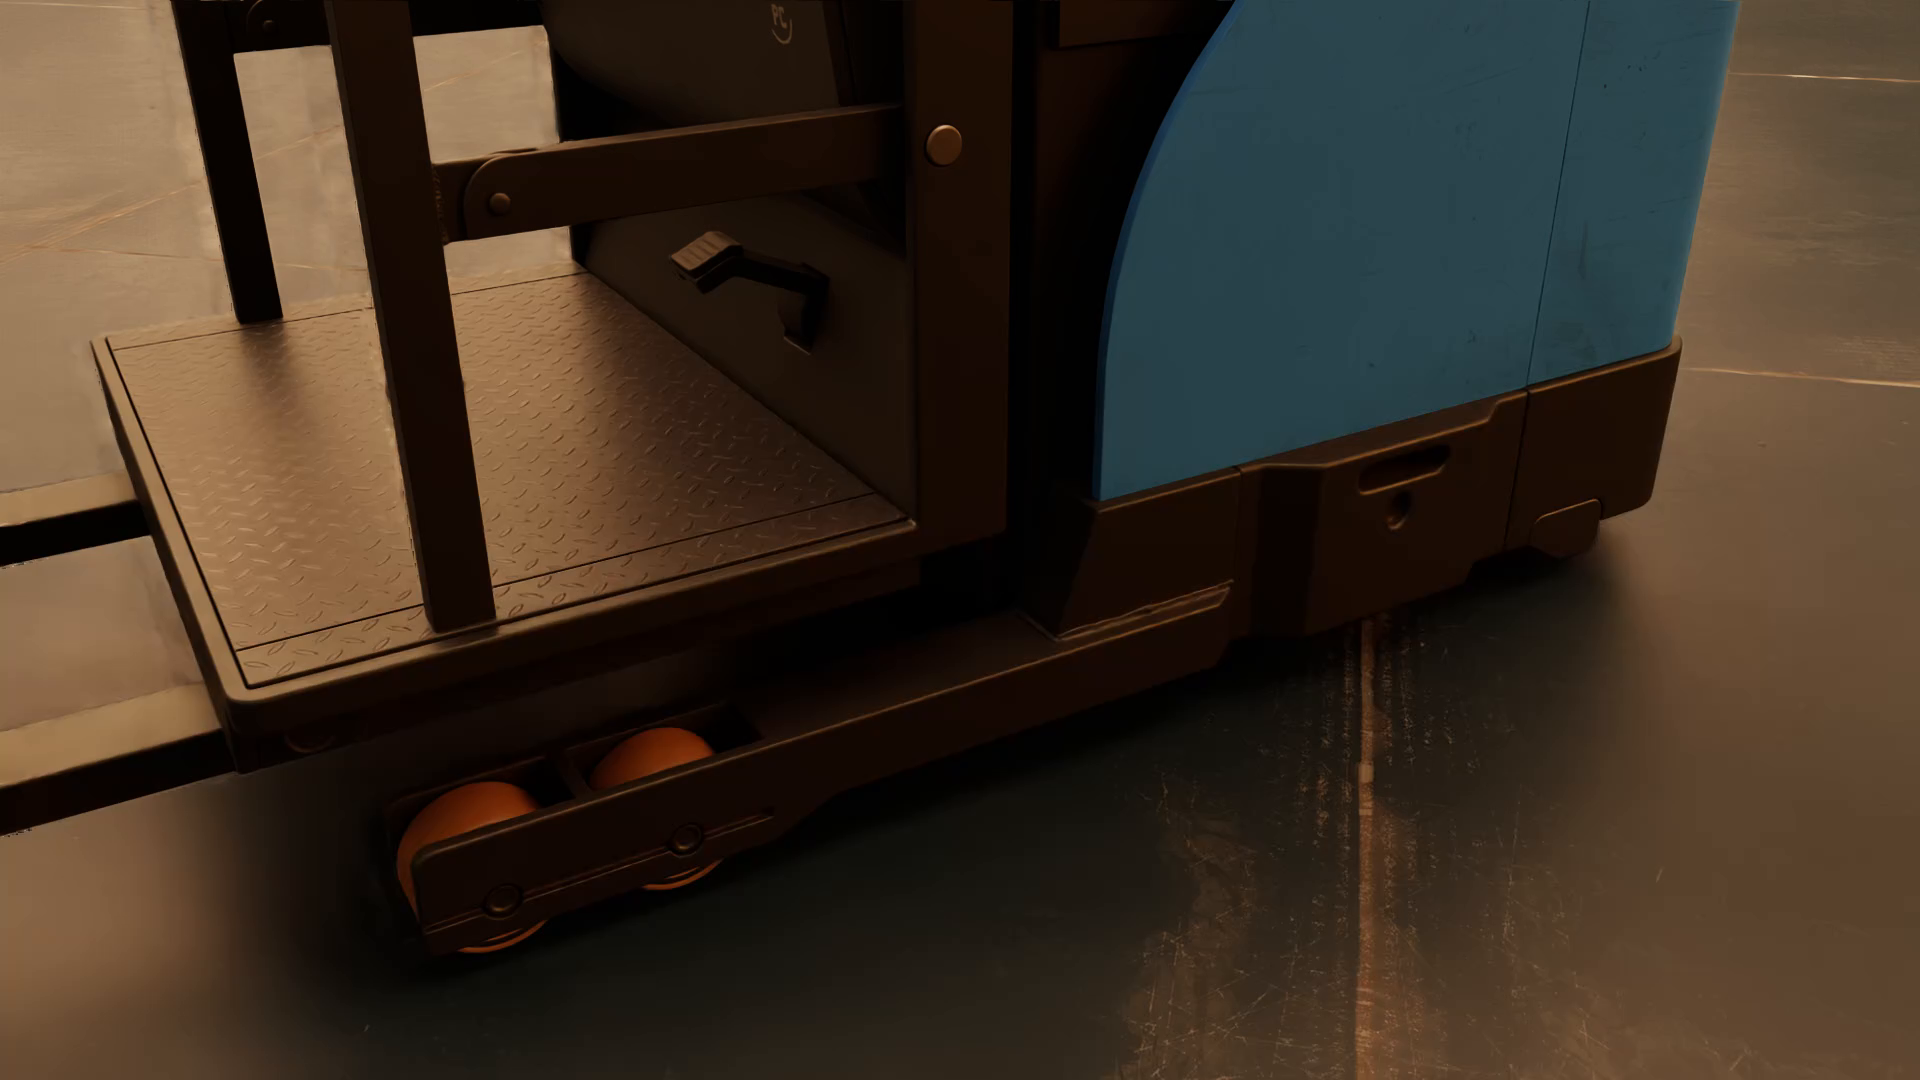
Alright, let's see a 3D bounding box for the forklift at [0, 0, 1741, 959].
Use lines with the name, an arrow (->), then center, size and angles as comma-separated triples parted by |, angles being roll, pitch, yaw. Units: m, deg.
forklift -> -0.493, -1.166, 1.557 | 3.031, 2.935, 1.130 | -15, 30, -27
